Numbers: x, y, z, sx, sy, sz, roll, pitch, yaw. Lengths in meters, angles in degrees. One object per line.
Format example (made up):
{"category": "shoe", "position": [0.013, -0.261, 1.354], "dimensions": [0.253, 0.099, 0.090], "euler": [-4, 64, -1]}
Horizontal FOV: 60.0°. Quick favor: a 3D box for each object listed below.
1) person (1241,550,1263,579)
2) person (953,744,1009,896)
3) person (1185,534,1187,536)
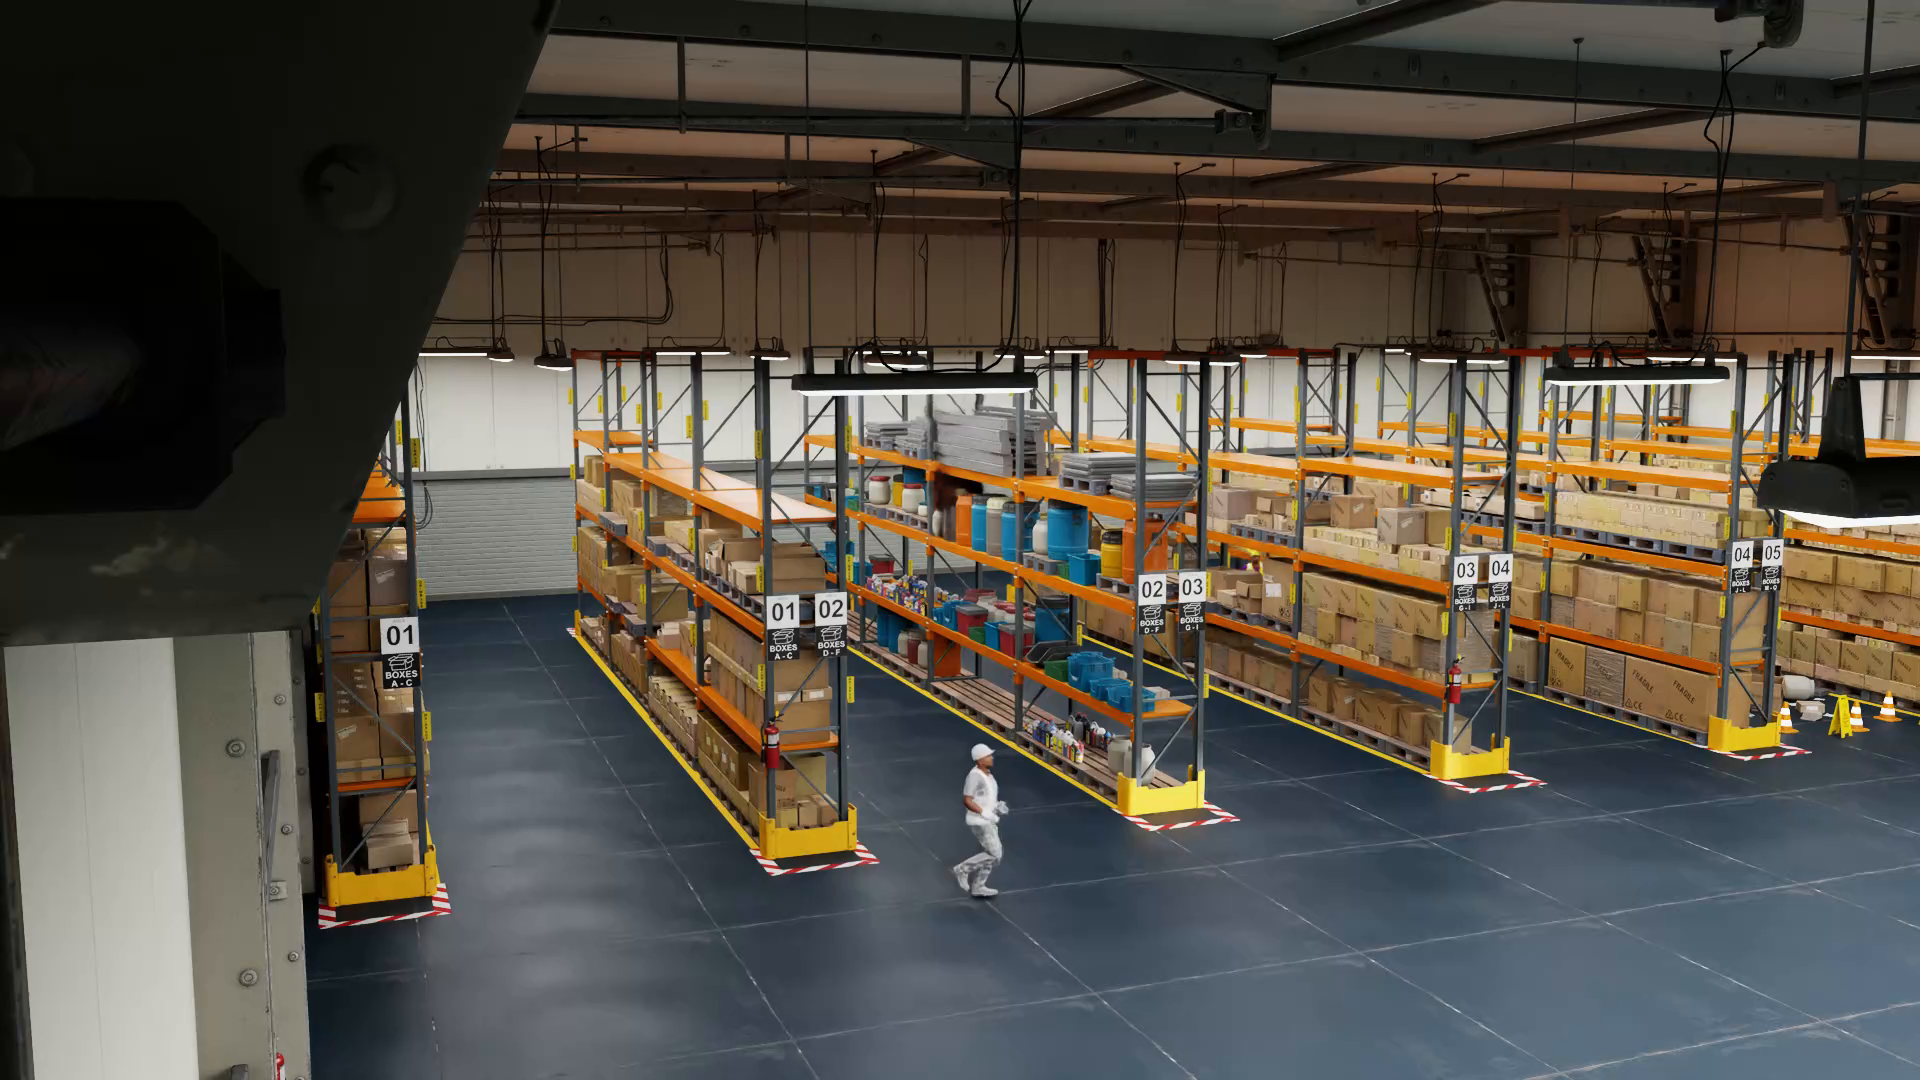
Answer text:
{"category": "person", "position": [6.292, 1.076, 35.464], "dimensions": [0.693, 1.732, 0.561], "euler": [-2, 7, -13]}
{"category": "person", "position": [0.241, 3.150, 18.713], "dimensions": [0.577, 1.738, 0.663], "euler": [1, 7, 10]}
{"category": "person", "position": [5.080, 0.655, 38.704], "dimensions": [0.671, 1.824, 0.833], "euler": [-2, 8, -19]}
